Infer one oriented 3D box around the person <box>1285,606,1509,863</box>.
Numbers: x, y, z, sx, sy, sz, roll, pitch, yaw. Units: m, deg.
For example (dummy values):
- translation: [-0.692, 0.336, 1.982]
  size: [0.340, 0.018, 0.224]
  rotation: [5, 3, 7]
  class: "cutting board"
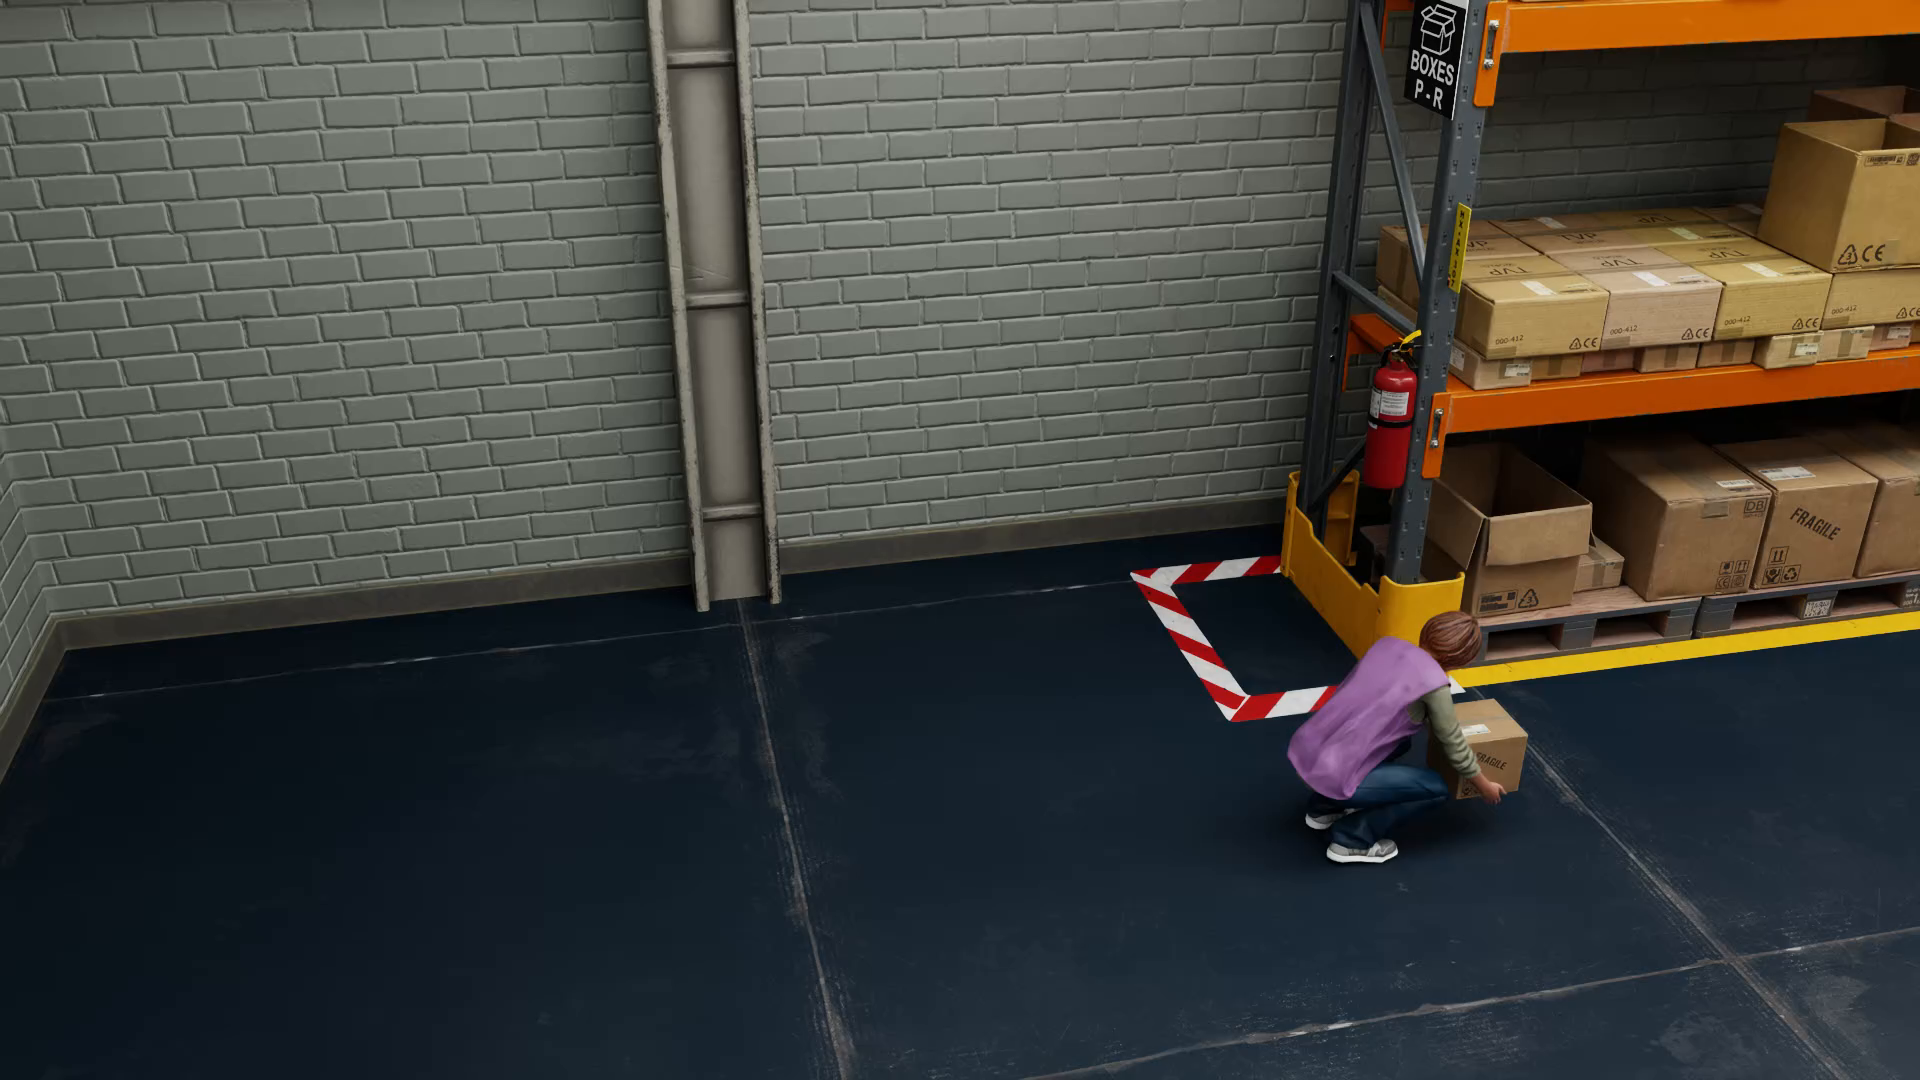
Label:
- translation: [1.582, 0.705, 6.036]
  size: [0.831, 0.892, 0.422]
  rotation: [-7, 28, -13]
  class: "person"
